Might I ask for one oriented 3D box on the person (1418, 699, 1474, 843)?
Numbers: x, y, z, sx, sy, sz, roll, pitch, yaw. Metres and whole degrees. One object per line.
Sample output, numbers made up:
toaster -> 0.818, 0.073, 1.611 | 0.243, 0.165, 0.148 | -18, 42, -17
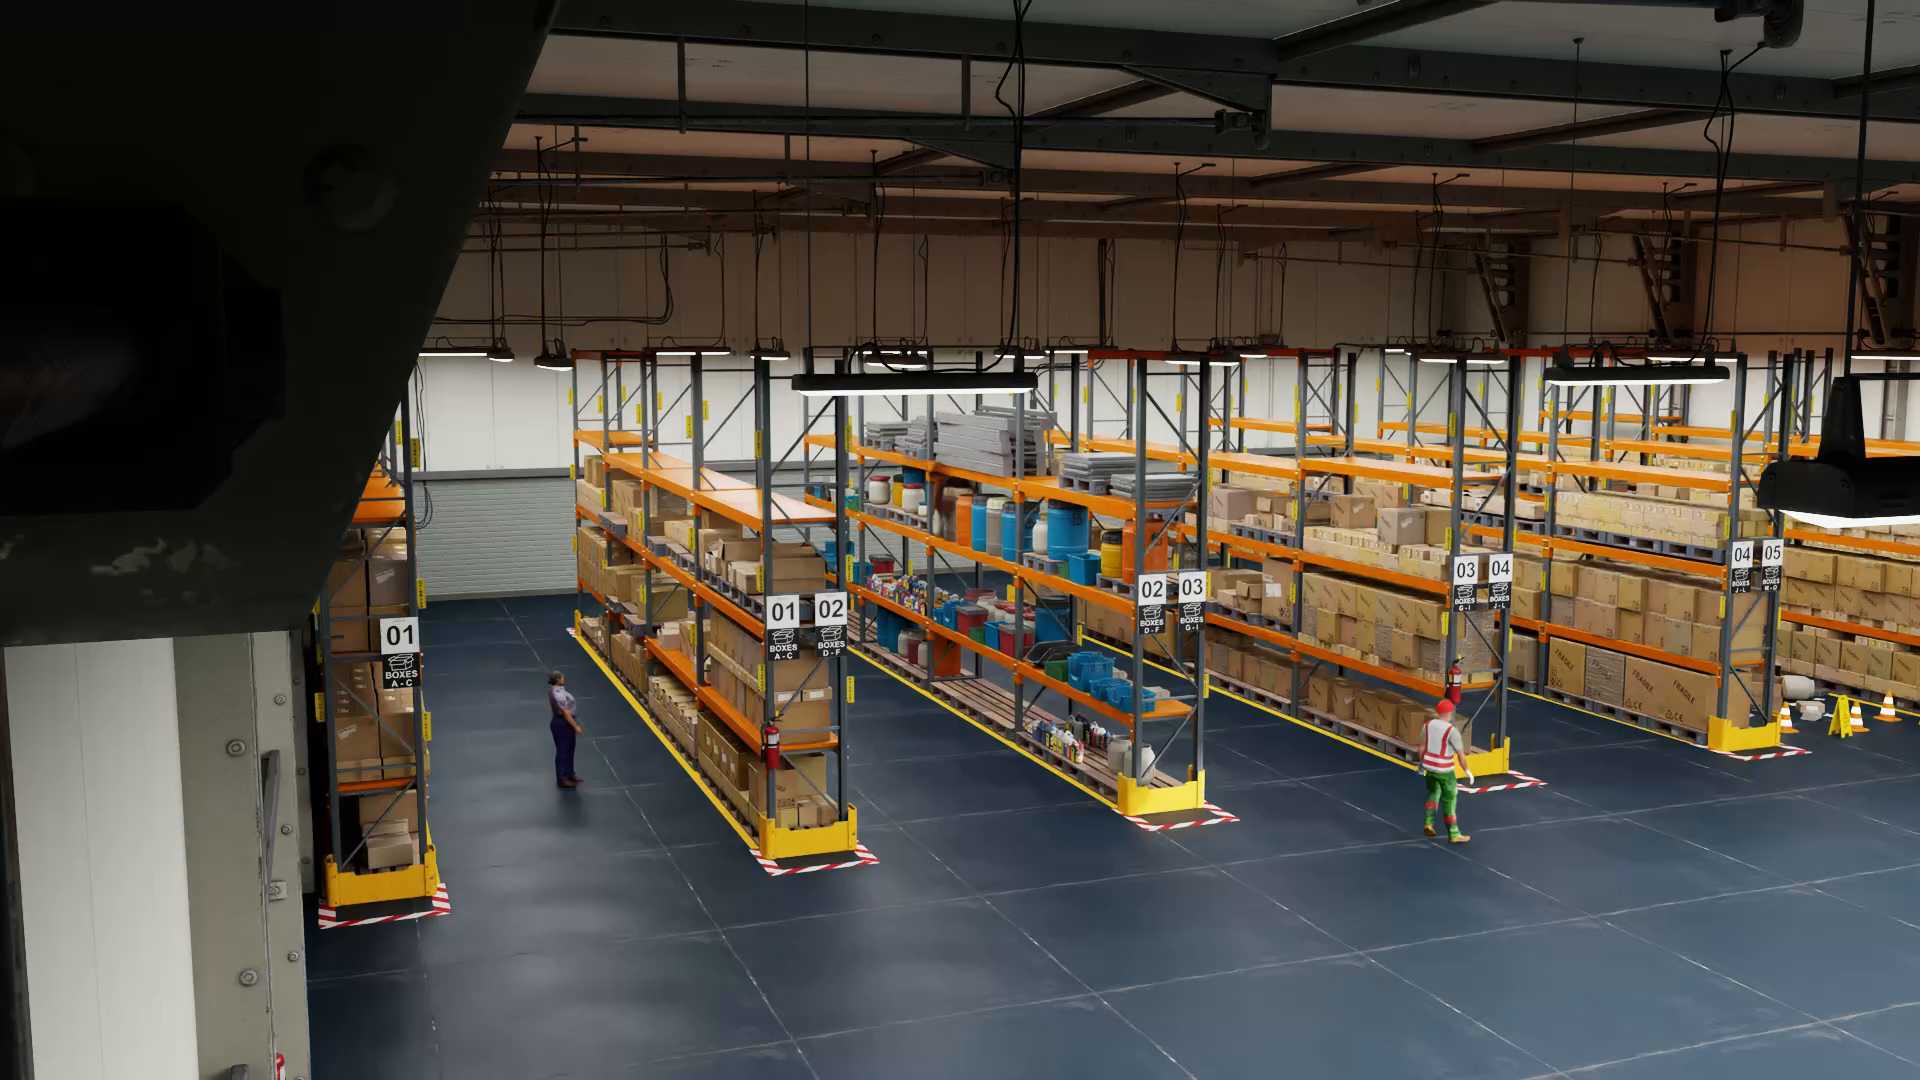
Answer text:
person -> 6.042, 2.864, 20.750 | 0.523, 1.786, 0.705 | -5, 9, -36

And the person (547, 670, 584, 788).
person -> -5.511, 2.636, 23.349 | 0.506, 1.670, 0.557 | 0, 7, 0
